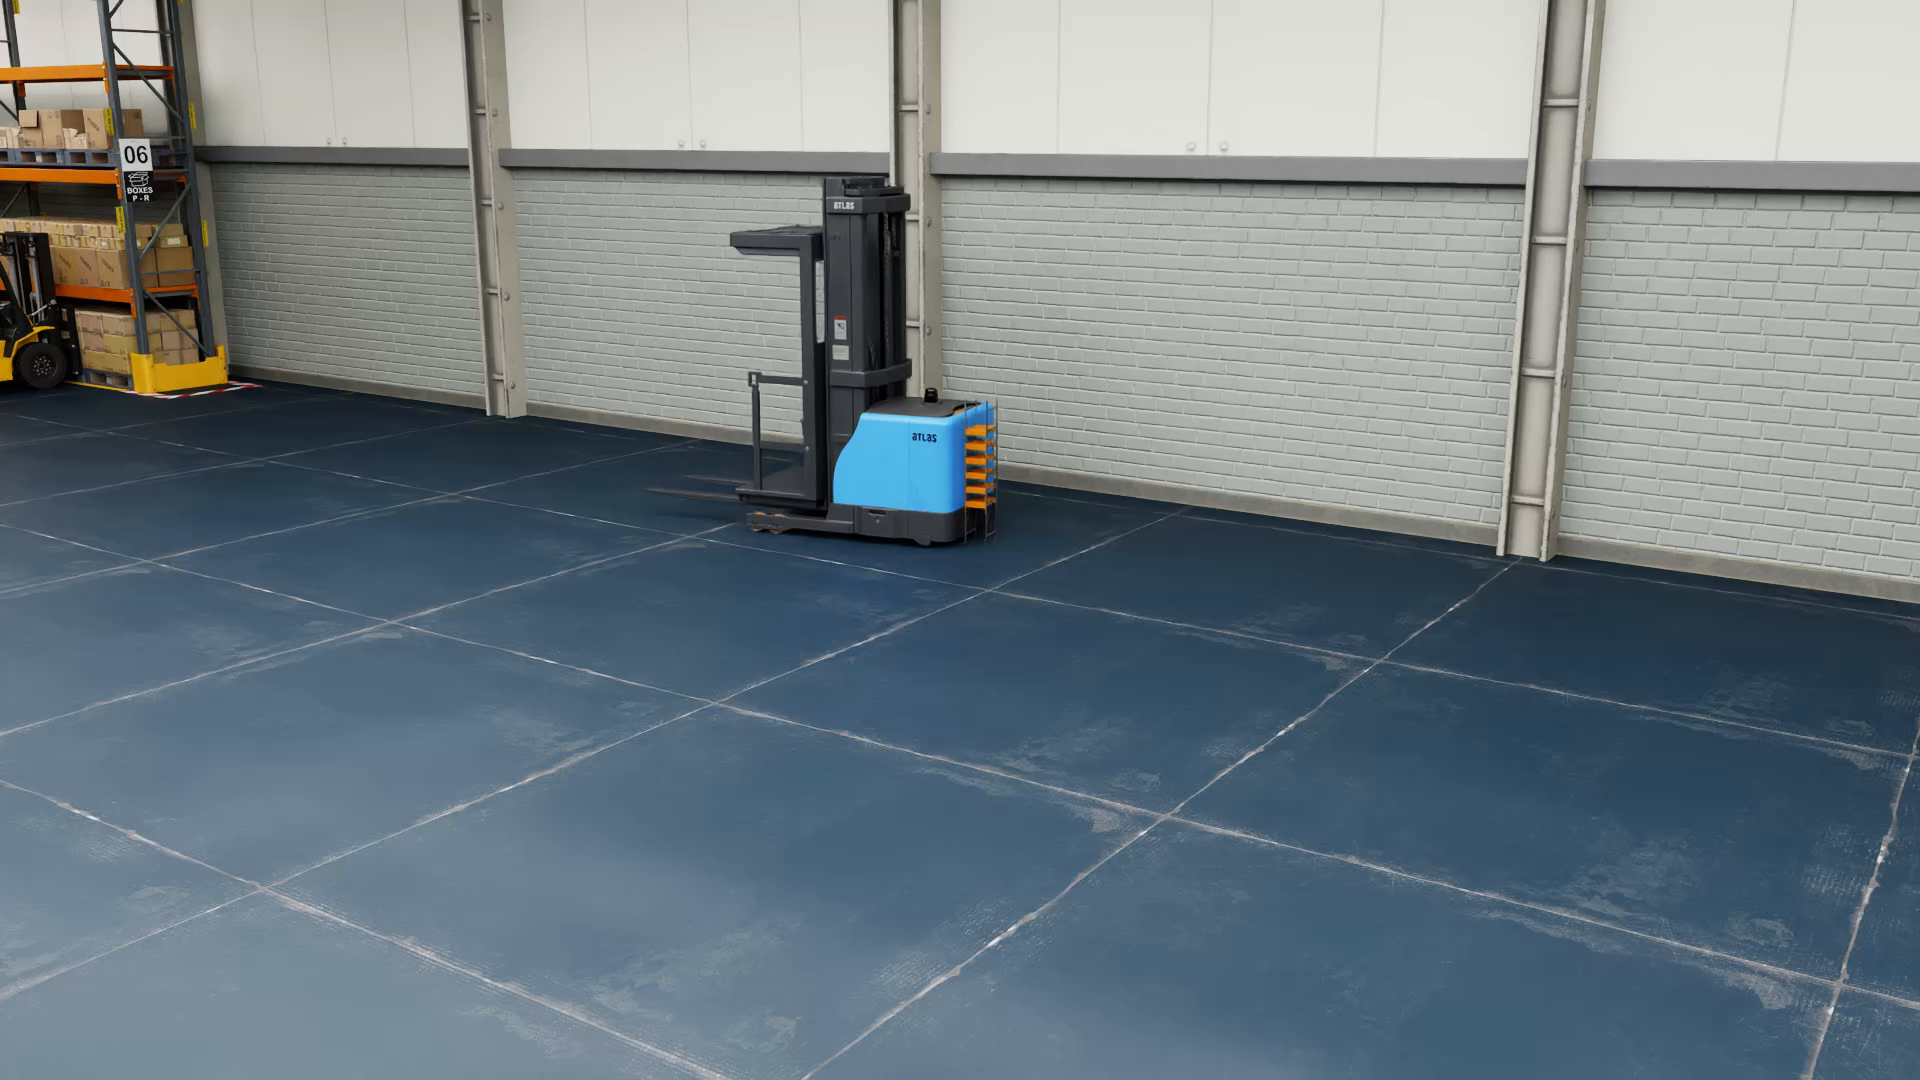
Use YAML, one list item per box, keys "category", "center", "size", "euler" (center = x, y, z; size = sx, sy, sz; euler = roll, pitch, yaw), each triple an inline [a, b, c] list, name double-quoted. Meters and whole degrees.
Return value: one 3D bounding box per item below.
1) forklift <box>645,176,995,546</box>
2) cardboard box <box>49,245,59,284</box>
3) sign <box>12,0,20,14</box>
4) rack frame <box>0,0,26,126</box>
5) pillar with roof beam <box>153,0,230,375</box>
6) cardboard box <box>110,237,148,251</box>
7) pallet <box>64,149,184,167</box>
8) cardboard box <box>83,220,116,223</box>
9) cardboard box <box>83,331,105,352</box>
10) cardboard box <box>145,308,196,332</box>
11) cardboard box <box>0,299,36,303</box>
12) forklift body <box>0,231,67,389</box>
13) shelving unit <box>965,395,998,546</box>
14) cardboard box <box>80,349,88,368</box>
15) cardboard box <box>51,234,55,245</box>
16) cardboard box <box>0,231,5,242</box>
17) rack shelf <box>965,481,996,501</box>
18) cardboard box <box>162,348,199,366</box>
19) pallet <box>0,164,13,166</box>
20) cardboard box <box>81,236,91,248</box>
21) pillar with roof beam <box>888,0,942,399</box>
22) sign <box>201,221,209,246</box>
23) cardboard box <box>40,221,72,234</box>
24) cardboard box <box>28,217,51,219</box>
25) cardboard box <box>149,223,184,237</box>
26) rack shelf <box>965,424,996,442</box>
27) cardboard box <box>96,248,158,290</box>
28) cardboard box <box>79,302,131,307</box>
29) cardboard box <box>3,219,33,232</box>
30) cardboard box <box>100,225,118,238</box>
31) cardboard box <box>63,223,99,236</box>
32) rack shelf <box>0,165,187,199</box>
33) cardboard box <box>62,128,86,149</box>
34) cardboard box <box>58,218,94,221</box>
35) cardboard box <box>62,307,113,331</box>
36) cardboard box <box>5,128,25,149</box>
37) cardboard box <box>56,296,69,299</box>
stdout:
- category: "forklift"
  center: [-1.266, -1.584, 14.123]
  size: [3.031, 2.935, 1.130]
  euler: [6, 15, 22]
- category: "cardboard box"
  center: [-12.137, -3.750, 22.523]
  size: [0.500, 0.500, 0.500]
  euler: [9, 17, 33]
- category: "sign"
  center: [-13.297, -7.569, 23.400]
  size: [0.005, 0.325, 0.100]
  euler: [9, 17, 33]
- category: "rack frame"
  center: [-13.627, -6.932, 23.097]
  size: [0.127, 3.000, 1.000]
  euler: [9, 17, 33]
- category: "pillar with roof beam"
  center: [-12.785, -5.810, 18.566]
  size: [0.400, 9.000, 9.100]
  euler: [9, 17, 33]
- category: "cardboard box"
  center: [-10.752, -3.837, 21.523]
  size: [0.250, 0.149, 0.380]
  euler: [9, 17, 34]
- category: "pallet"
  center: [-10.880, -4.996, 21.705]
  size: [1.213, 0.211, 1.003]
  euler: [9, 17, 33]
- category: "cardboard box"
  center: [-11.735, -4.292, 22.740]
  size: [0.250, 0.149, 0.380]
  euler: [9, 17, 33]
- category: "cardboard box"
  center: [-11.297, -2.667, 22.163]
  size: [0.500, 0.250, 0.500]
  euler: [9, 17, 32]
- category: "cardboard box"
  center: [-10.601, -2.940, 22.224]
  size: [0.500, 0.250, 0.500]
  euler: [9, 16, 32]
- category: "cardboard box"
  center: [-13.401, -3.246, 23.463]
  size: [0.500, 0.250, 0.500]
  euler: [9, 16, 32]
- category: "forklift body"
  center: [-12.900, -2.962, 21.311]
  size: [1.214, 2.155, 2.313]
  euler: [9, 17, 33]
- category: "shelving unit"
  center: [0.173, -0.566, 13.611]
  size: [0.189, 1.200, 0.258]
  euler: [6, 15, 22]
- category: "cardboard box"
  center: [-11.692, -2.490, 22.486]
  size: [0.500, 0.250, 0.500]
  euler: [9, 17, 33]
- category: "cardboard box"
  center: [-11.987, -4.056, 22.406]
  size: [0.250, 0.149, 0.380]
  euler: [9, 17, 32]
- category: "cardboard box"
  center: [-13.062, -4.224, 23.086]
  size: [0.250, 0.149, 0.380]
  euler: [9, 17, 33]
- category: "rack shelf"
  center: [0.173, -0.406, 13.651]
  size: [0.180, 0.103, 0.258]
  euler: [6, 15, 22]
- category: "cardboard box"
  center: [-10.606, -2.457, 22.354]
  size: [0.500, 0.250, 0.500]
  euler: [9, 17, 33]
- category: "pallet"
  center: [-14.366, -5.498, 23.948]
  size: [1.217, 0.209, 0.805]
  euler: [8, 16, 31]
- category: "cardboard box"
  center: [-11.361, -3.948, 21.971]
  size: [0.250, 0.149, 0.380]
  euler: [9, 17, 32]
- category: "pillar with roof beam"
  center: [-2.828, -4.201, 12.065]
  size: [0.400, 9.000, 9.100]
  euler: [9, 17, 33]
- category: "sign"
  center: [-9.993, -4.052, 21.981]
  size: [0.005, 0.325, 0.100]
  euler: [9, 17, 33]
- category: "cardboard box"
  center: [-12.198, -4.238, 22.526]
  size: [0.250, 0.149, 0.380]
  euler: [9, 17, 33]
- category: "cardboard box"
  center: [-13.009, -4.503, 23.593]
  size: [0.250, 0.149, 0.380]
  euler: [9, 16, 31]
- category: "cardboard box"
  center: [-10.468, -4.078, 21.879]
  size: [0.250, 0.149, 0.380]
  euler: [9, 16, 32]
- category: "rack shelf"
  center: [0.173, -0.872, 13.536]
  size: [0.180, 0.103, 0.258]
  euler: [6, 15, 22]
- category: "cardboard box"
  center: [-10.863, -3.545, 21.694]
  size: [0.500, 0.500, 0.500]
  euler: [9, 16, 32]
- category: "cardboard box"
  center: [-11.848, -3.145, 23.054]
  size: [0.500, 0.250, 0.500]
  euler: [9, 16, 32]
- category: "cardboard box"
  center: [-12.888, -4.321, 22.858]
  size: [0.250, 0.149, 0.380]
  euler: [10, 17, 34]
- category: "cardboard box"
  center: [-10.945, -4.024, 21.658]
  size: [0.250, 0.149, 0.380]
  euler: [9, 17, 33]
- category: "cardboard box"
  center: [-11.620, -4.114, 22.025]
  size: [0.250, 0.149, 0.380]
  euler: [10, 17, 34]
- category: "rack shelf"
  center: [-11.968, -4.858, 22.460]
  size: [4.000, 0.370, 1.077]
  euler: [9, 17, 33]
- category: "cardboard box"
  center: [-11.376, -5.211, 21.586]
  size: [0.258, 0.266, 0.396]
  euler: [9, 17, 33]
- category: "cardboard box"
  center: [-12.335, -4.410, 23.219]
  size: [0.250, 0.149, 0.380]
  euler: [9, 16, 32]
- category: "cardboard box"
  center: [-11.715, -2.970, 22.346]
  size: [0.500, 0.250, 0.500]
  euler: [9, 17, 34]
- category: "cardboard box"
  center: [-12.565, -5.403, 22.363]
  size: [0.258, 0.266, 0.396]
  euler: [9, 16, 31]
- category: "cardboard box"
  center: [-13.111, -3.346, 23.867]
  size: [0.500, 0.250, 0.500]
  euler: [10, 17, 34]
